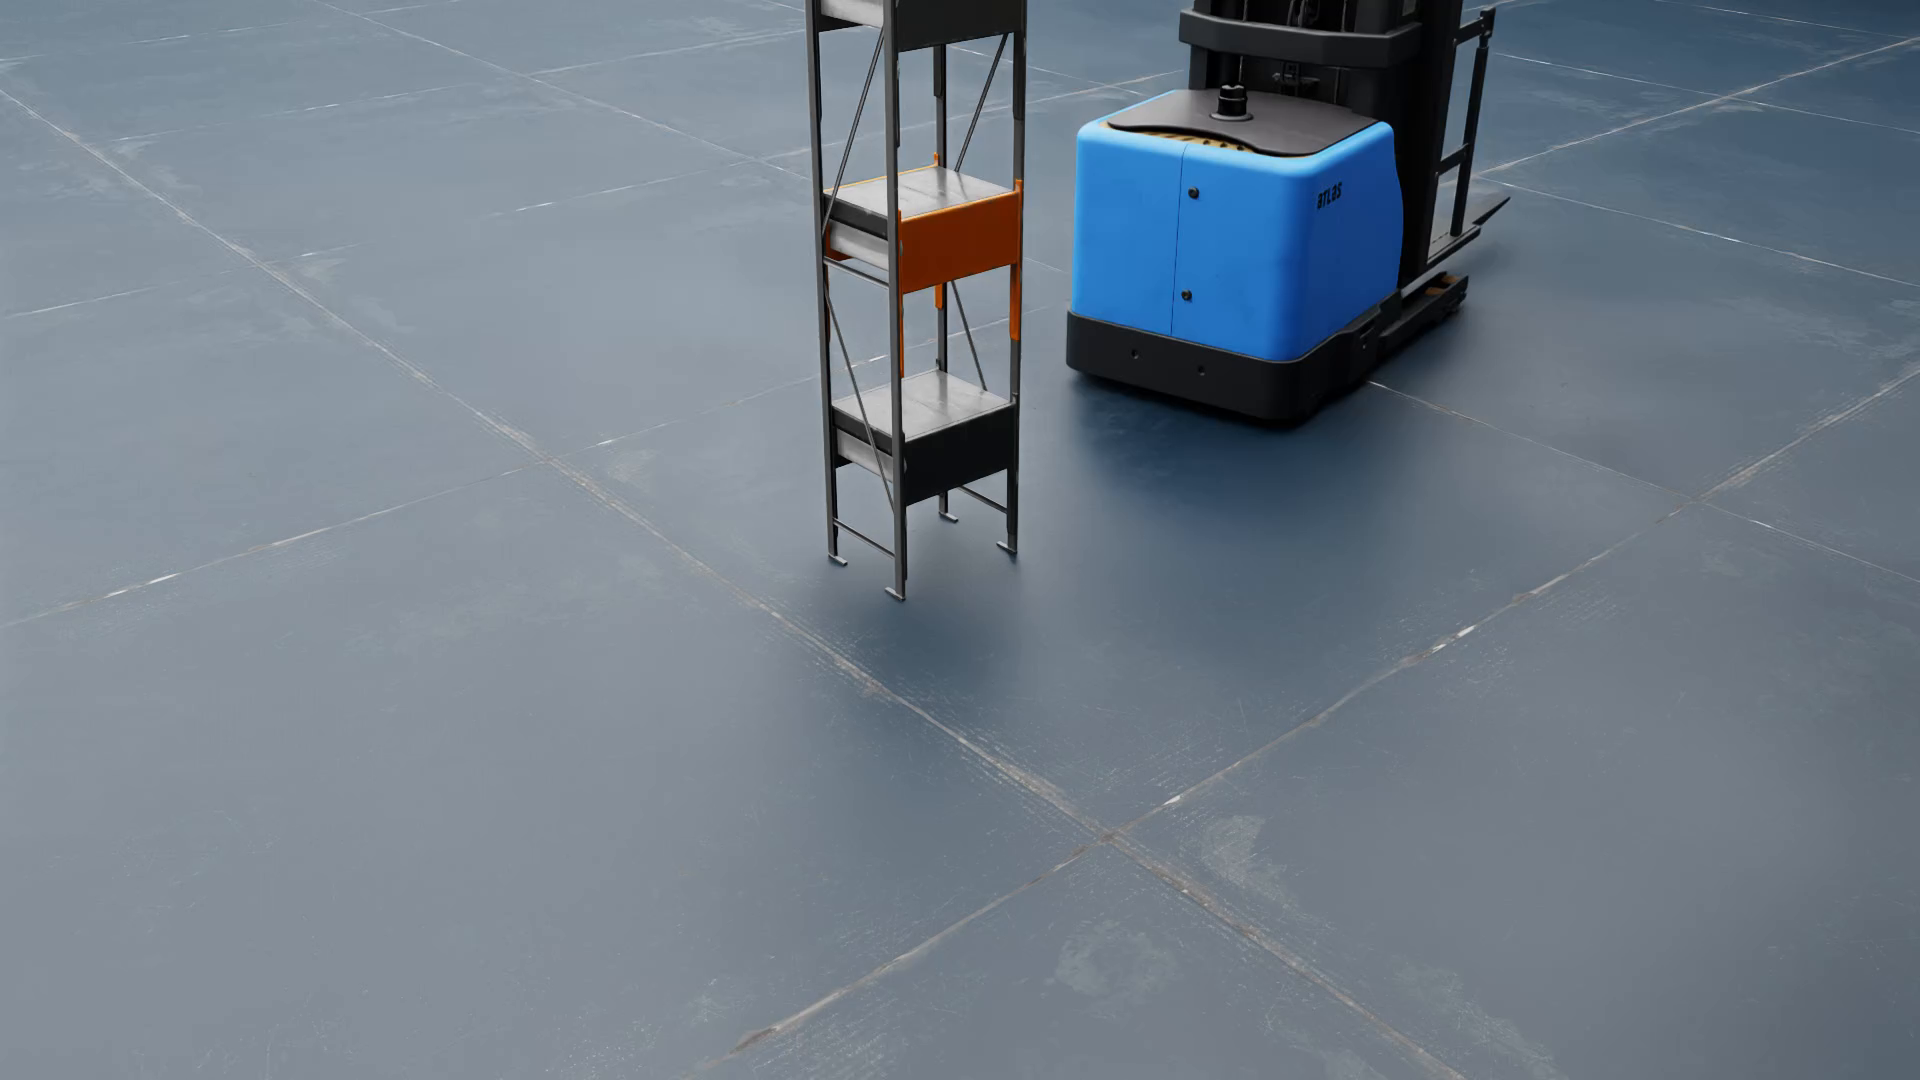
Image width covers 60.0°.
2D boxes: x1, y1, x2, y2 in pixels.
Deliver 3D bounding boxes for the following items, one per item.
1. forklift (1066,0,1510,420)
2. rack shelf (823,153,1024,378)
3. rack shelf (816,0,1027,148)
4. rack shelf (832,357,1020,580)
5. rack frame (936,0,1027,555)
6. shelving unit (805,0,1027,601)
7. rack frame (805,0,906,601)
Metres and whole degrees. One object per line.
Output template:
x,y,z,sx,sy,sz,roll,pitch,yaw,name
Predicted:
1.708,-2.401,7.132,1.130,2.935,3.031,19,33,31,forklift
-0.126,-0.863,5.167,0.480,0.518,0.431,-22,35,-35,rack shelf
-0.126,-1.481,4.837,0.480,0.518,0.431,-22,35,-35,rack shelf
-0.126,-0.246,5.497,0.480,0.518,0.431,-22,35,-35,rack shelf
0.060,-0.950,5.300,0.015,2.100,0.400,-22,35,-35,rack frame
-0.126,-0.875,5.160,0.503,2.100,0.431,-22,35,-35,shelving unit
-0.312,-0.801,5.021,0.015,2.100,0.400,-22,35,-35,rack frame
